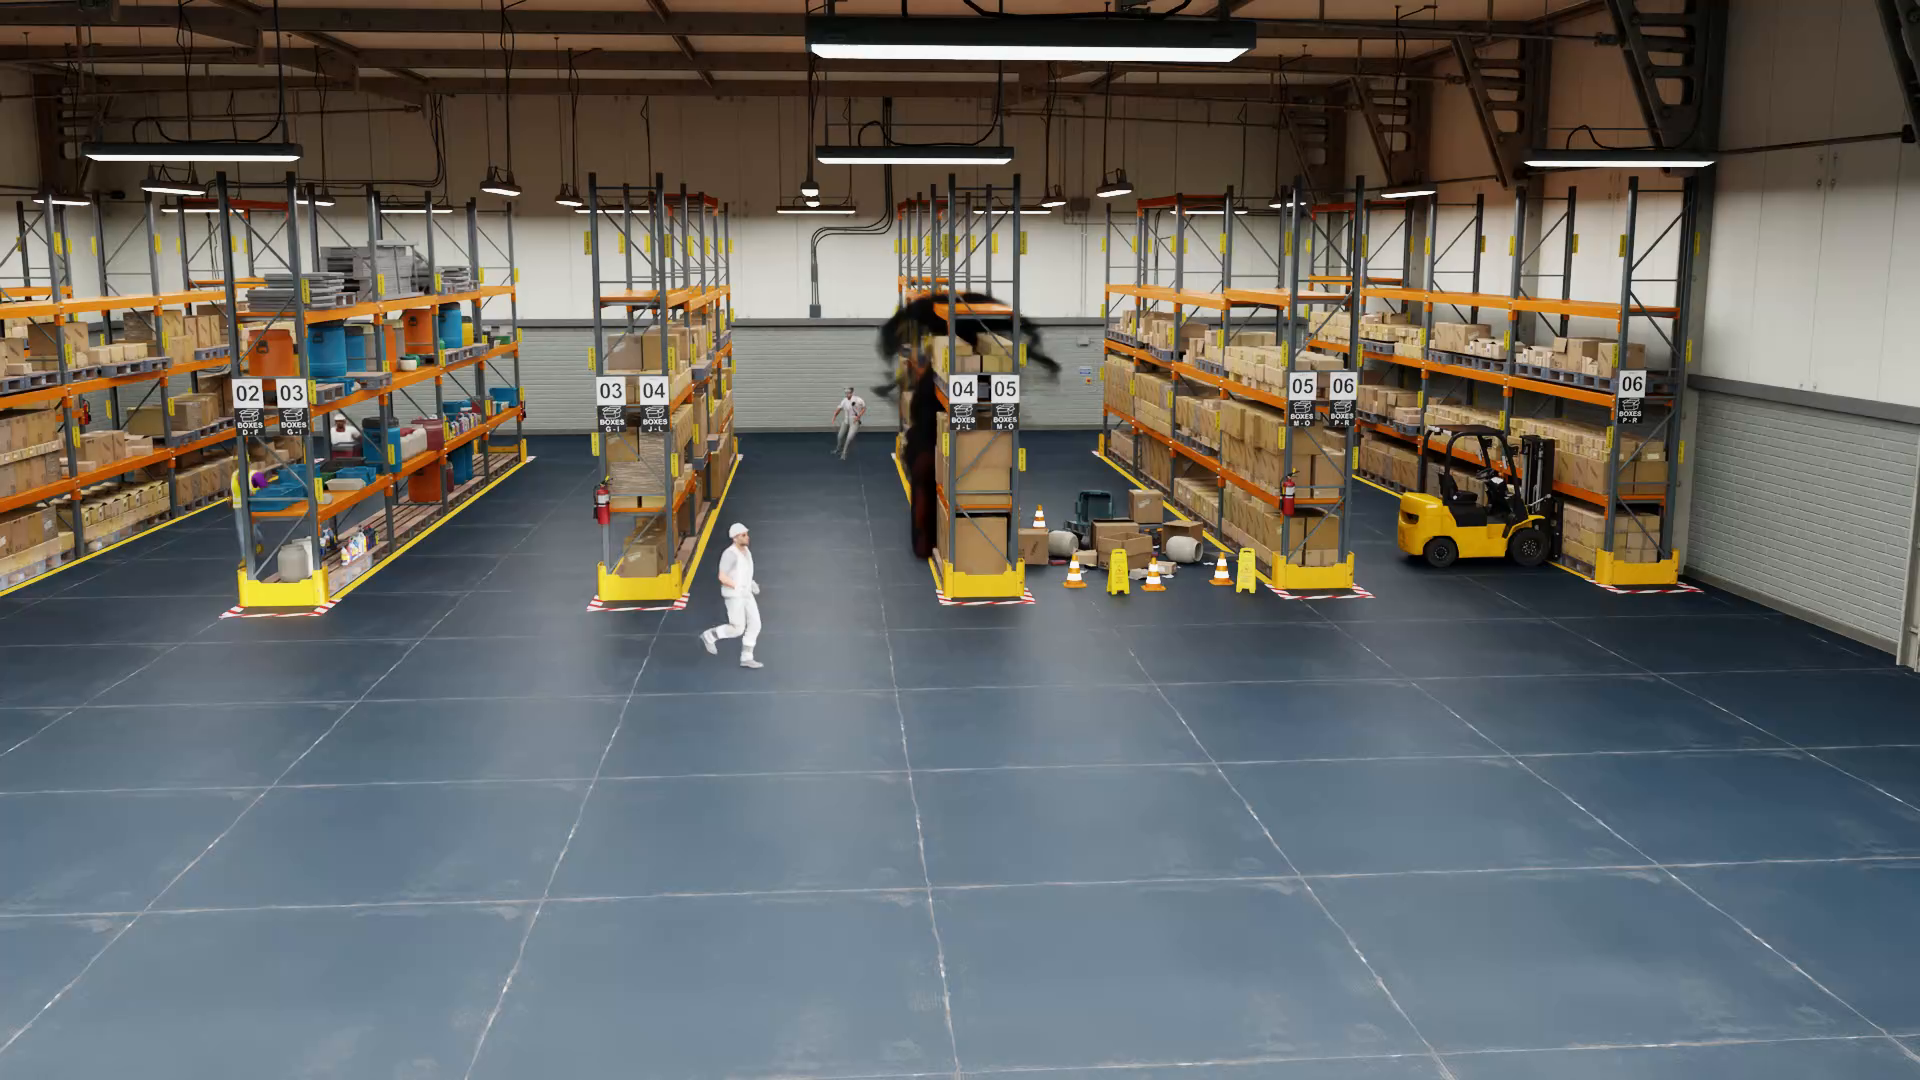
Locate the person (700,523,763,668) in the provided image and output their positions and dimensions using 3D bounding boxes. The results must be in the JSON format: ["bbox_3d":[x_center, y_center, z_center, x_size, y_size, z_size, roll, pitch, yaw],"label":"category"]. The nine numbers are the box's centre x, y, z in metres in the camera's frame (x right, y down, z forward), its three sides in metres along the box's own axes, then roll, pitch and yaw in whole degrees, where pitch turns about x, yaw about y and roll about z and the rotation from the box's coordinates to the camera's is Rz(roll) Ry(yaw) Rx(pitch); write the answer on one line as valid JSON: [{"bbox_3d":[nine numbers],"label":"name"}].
[{"bbox_3d":[-2.732,0.655,19.978,0.795,1.747,0.644,4,11,22],"label":"person"}]

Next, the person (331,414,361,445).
[{"bbox_3d":[-12.079,-1.586,32.552,0.640,1.796,0.890,-1,10,-4],"label":"person"}]

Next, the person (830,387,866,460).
[{"bbox_3d":[-2.739,-2.808,39.723,0.958,1.722,0.728,4,11,22],"label":"person"}]

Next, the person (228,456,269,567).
[{"bbox_3d":[-11.335,-0.499,26.510,0.689,1.767,0.852,0,10,1],"label":"person"}]
